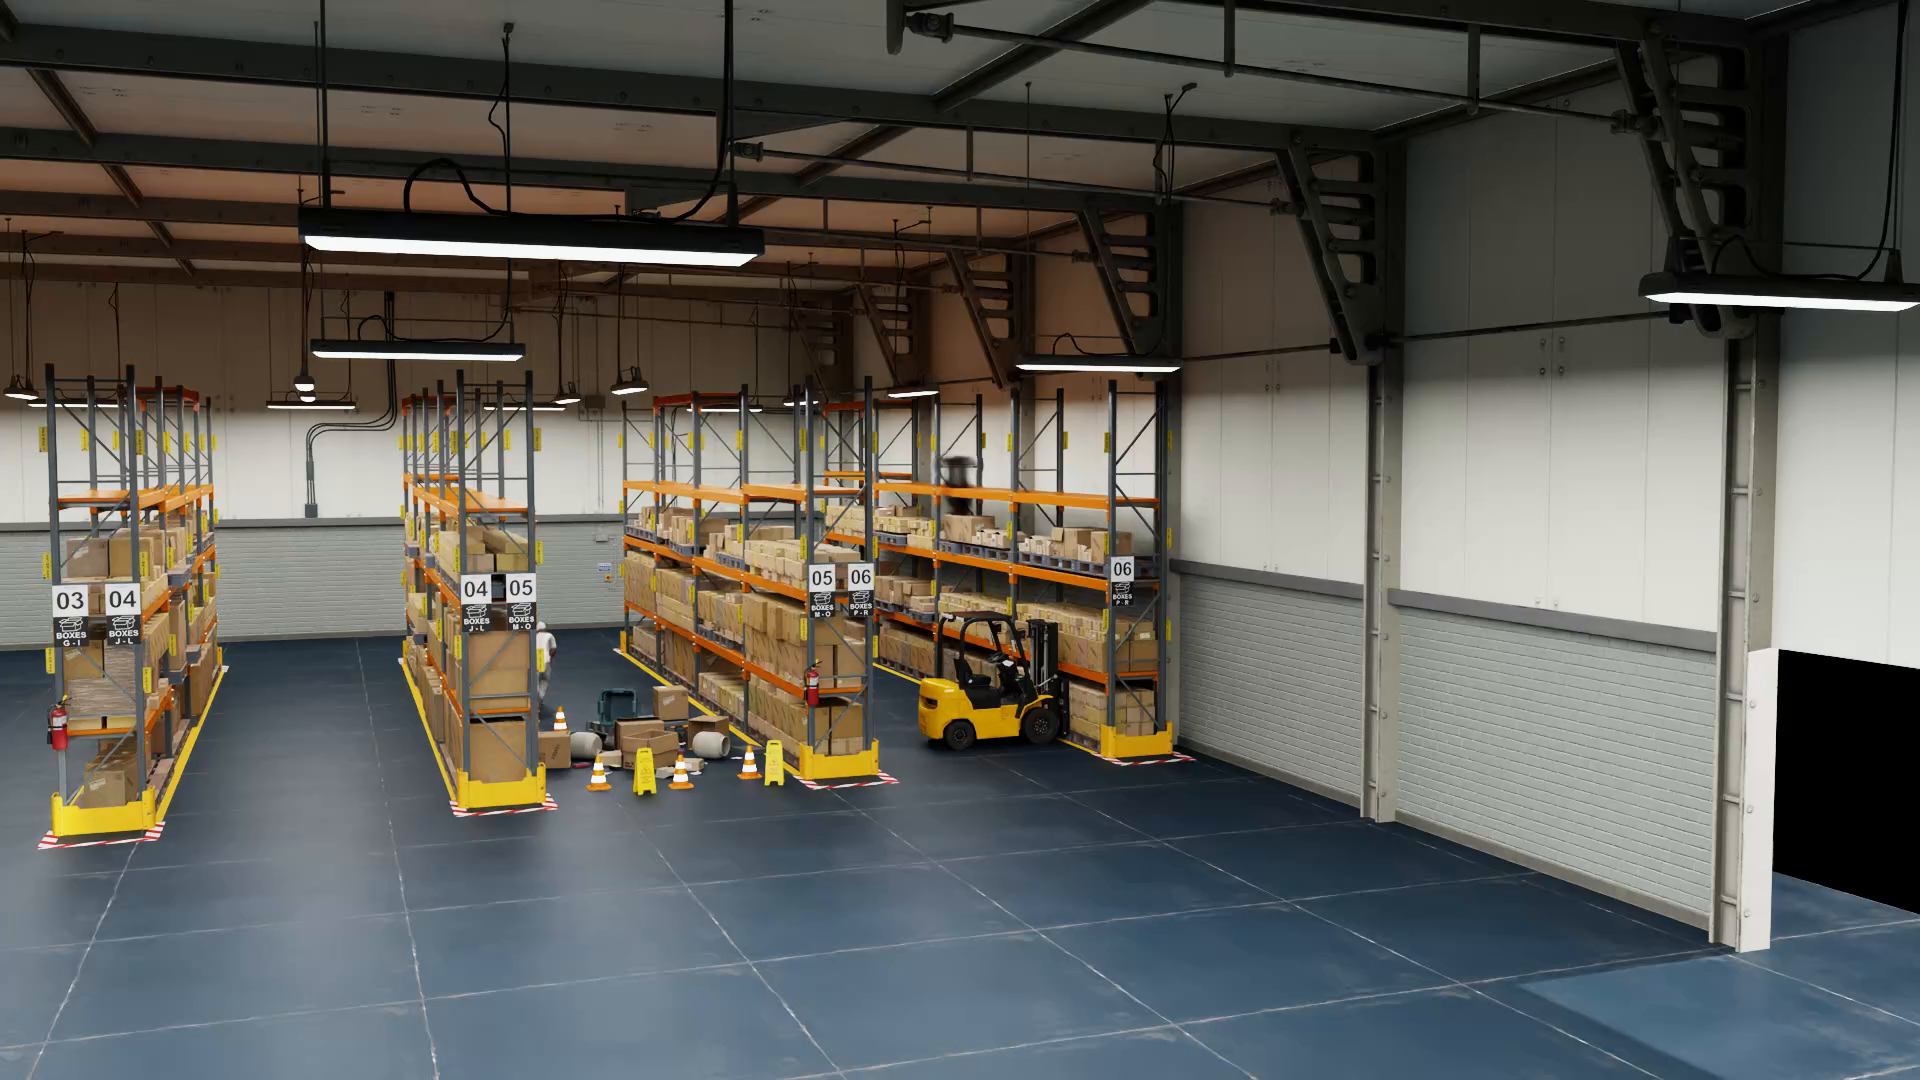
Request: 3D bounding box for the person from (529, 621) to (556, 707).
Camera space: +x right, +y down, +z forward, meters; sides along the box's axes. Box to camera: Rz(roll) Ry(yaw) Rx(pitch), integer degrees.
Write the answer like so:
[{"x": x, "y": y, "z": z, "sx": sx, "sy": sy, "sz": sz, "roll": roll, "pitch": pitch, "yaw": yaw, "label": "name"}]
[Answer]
[{"x": -8.061, "y": 2.366, "z": 31.654, "sx": 0.716, "sy": 1.584, "sz": 0.867, "roll": -1, "pitch": 3, "yaw": -11, "label": "person"}]
